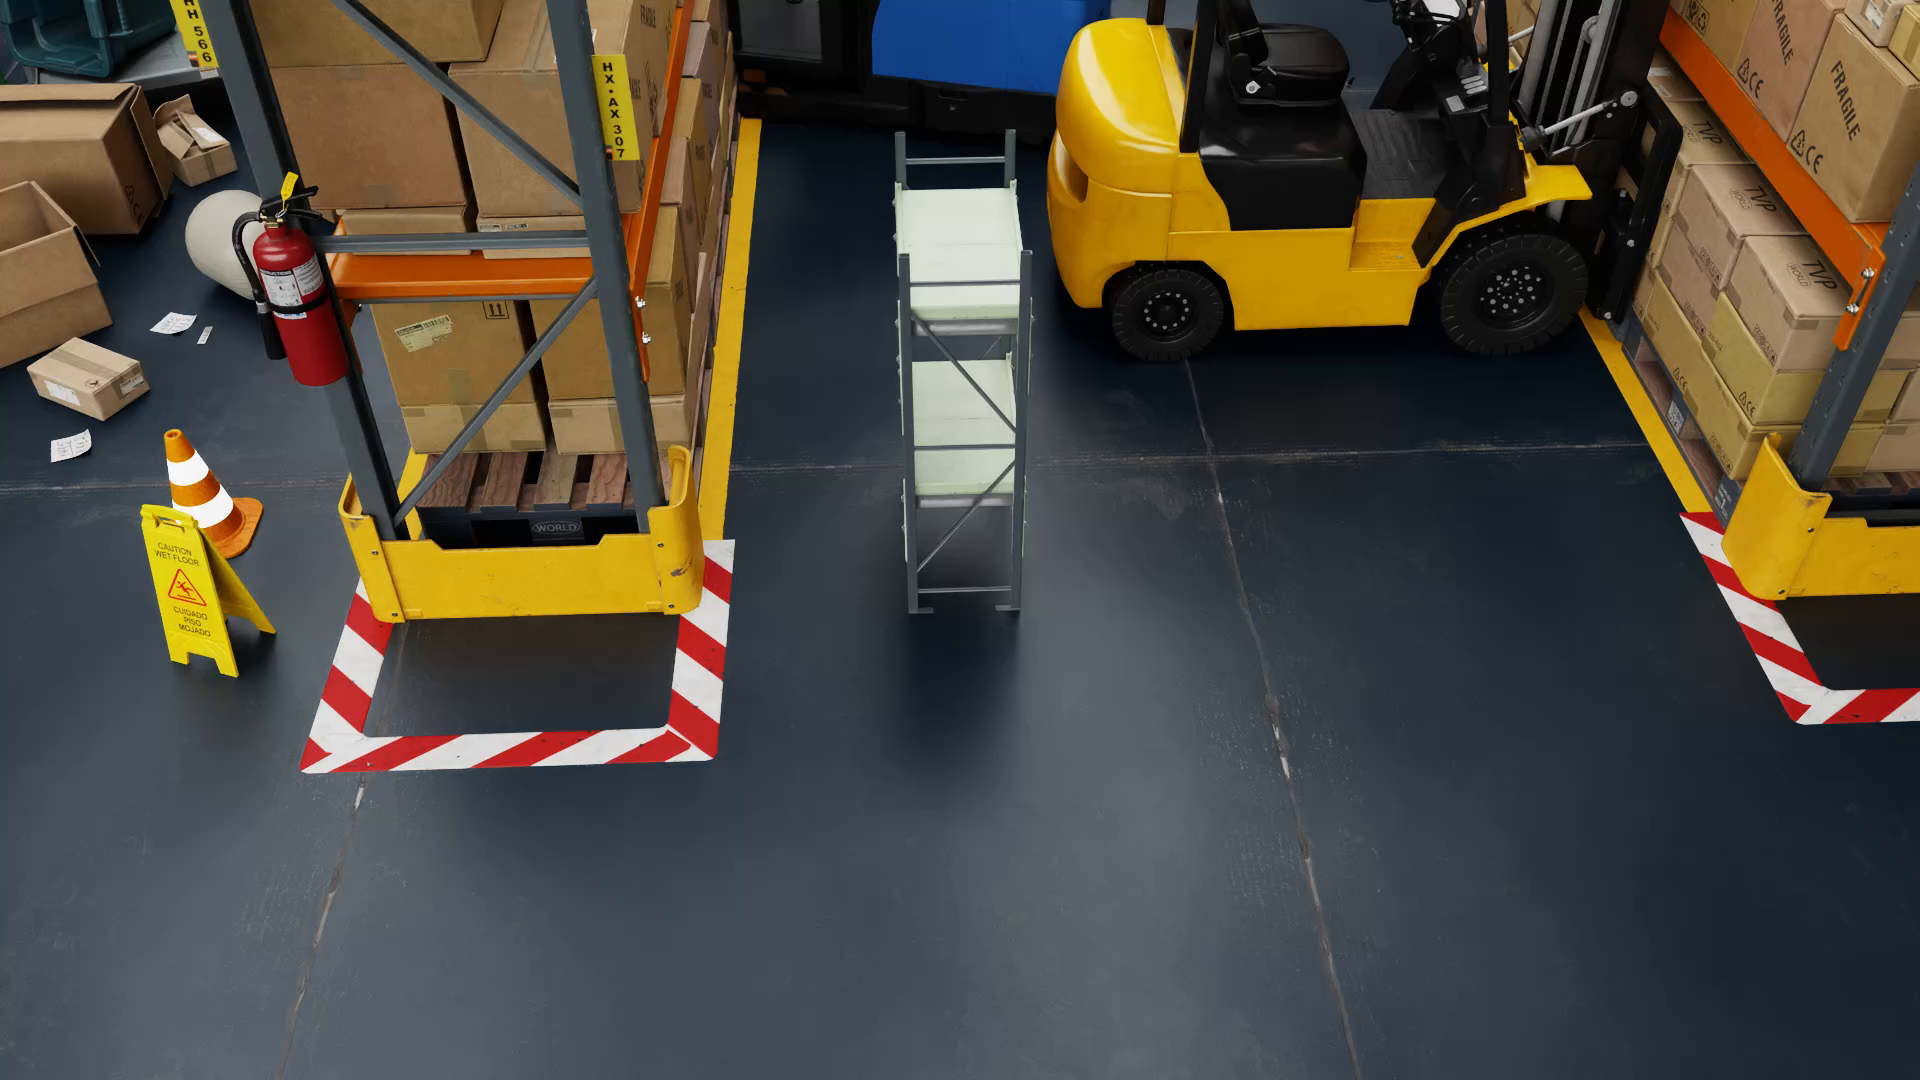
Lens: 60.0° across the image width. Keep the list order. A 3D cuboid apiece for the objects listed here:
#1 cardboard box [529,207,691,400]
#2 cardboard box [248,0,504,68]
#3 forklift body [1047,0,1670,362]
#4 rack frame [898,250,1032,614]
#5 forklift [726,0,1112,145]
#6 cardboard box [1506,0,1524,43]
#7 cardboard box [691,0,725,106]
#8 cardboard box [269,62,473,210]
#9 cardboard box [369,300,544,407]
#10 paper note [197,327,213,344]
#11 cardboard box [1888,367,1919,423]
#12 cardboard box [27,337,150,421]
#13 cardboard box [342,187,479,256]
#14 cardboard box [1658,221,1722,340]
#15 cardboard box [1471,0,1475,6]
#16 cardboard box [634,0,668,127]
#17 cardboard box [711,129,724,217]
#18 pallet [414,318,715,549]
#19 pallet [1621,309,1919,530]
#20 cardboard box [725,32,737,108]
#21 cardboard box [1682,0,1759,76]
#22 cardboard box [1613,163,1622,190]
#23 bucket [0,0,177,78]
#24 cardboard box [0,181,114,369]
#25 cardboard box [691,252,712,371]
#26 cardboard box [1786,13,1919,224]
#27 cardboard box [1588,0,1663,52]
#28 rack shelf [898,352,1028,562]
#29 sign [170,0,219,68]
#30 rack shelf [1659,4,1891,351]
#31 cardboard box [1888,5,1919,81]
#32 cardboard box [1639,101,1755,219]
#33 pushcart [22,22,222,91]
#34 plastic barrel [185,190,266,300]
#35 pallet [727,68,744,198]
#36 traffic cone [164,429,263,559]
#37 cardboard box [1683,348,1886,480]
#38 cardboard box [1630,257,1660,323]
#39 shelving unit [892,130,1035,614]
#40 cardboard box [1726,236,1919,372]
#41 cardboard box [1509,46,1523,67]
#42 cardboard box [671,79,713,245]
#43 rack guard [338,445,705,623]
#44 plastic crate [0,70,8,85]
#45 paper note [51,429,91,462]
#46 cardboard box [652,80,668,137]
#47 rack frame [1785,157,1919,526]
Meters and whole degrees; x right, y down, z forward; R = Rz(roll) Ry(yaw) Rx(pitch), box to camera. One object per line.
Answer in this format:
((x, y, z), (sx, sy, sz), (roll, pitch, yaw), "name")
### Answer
((-1.283, -0.878, 6.157), (0.500, 0.500, 0.500), (-3, 43, -3), "cardboard box")
((-1.763, -1.745, 4.900), (0.700, 0.500, 0.500), (-3, 43, -3), "cardboard box")
((1.533, -1.951, 6.787), (2.313, 2.155, 1.214), (-2, 43, -2), "forklift body")
((0.016, -0.301, 5.469), (0.400, 1.500, 0.023), (-2, 43, -2), "rack frame")
((-0.764, -3.591, 7.998), (3.031, 2.935, 1.130), (9, 43, 10), "forklift")
((2.978, -2.727, 8.359), (0.500, 0.250, 0.500), (-2, 43, -2), "cardboard box")
((-1.376, -2.274, 7.681), (0.500, 0.500, 0.500), (-1, 43, -1), "cardboard box")
((-1.821, -1.396, 5.259), (0.500, 0.500, 0.500), (-2, 43, -3), "cardboard box")
((-1.818, -0.842, 6.118), (0.500, 0.500, 0.500), (-1, 43, -2), "cardboard box")
((-3.274, -0.889, 7.212), (0.032, 0.001, 0.123), (-2, 43, -2), "paper note")
((3.624, -0.685, 6.132), (0.500, 0.250, 0.500), (-1, 43, -1), "cardboard box")
((-3.597, -0.667, 6.867), (0.380, 0.149, 0.250), (19, 46, 20), "cardboard box")
((-1.753, -1.045, 5.356), (0.380, 0.149, 0.250), (0, 43, 0), "cardboard box")
((3.093, -1.020, 6.497), (0.500, 0.250, 0.500), (-2, 43, -2), "cardboard box")
((3.233, -3.368, 9.151), (0.875, 0.625, 0.625), (0, 43, 0), "cardboard box")
((-1.291, -1.715, 5.607), (0.500, 0.500, 0.500), (0, 43, 0), "cardboard box")
((-1.350, -1.639, 7.542), (0.500, 0.250, 0.500), (-1, 43, -1), "cardboard box")
((-1.525, -0.464, 6.600), (1.003, 0.211, 1.213), (-2, 43, -2), "pallet")
((3.362, -0.524, 6.665), (1.003, 0.211, 1.213), (-2, 43, -2), "pallet")
((-1.399, -2.342, 8.309), (0.500, 0.250, 0.500), (0, 43, 0), "cardboard box")
((3.118, -2.094, 6.241), (0.500, 0.500, 0.500), (-2, 43, -3), "cardboard box")
((3.032, -1.706, 7.246), (0.500, 0.250, 0.500), (-2, 43, -2), "cardboard box")
((-4.325, -2.709, 8.284), (0.726, 0.611, 0.620), (12, 34, 13), "bucket")
((-4.127, -1.084, 7.060), (0.797, 0.503, 0.637), (-32, 51, -30), "cardboard box")
((-1.295, -0.930, 6.769), (0.500, 0.250, 0.500), (0, 43, 0), "cardboard box")
((3.153, -1.398, 5.481), (0.500, 0.500, 0.500), (-3, 43, -3), "cardboard box")
((3.018, -2.230, 7.447), (0.500, 0.250, 0.500), (0, 43, 0), "cardboard box")
((0.000, -0.308, 5.959), (0.431, 0.370, 0.720), (-2, 43, -2), "rack shelf")
((-2.078, -1.432, 4.502), (0.100, 0.325, 0.005), (-2, 43, -2), "sign")
((3.351, -2.121, 6.877), (1.077, 0.370, 4.000), (-2, 43, -2), "rack shelf")
((3.141, -1.538, 5.154), (0.380, 0.149, 0.250), (-1, 43, -1), "cardboard box")
((3.046, -1.533, 6.687), (0.500, 0.250, 0.500), (-1, 43, -1), "cardboard box")
((-3.969, -2.526, 8.726), (1.648, 0.377, 0.936), (-16, 45, -16), "pushcart")
((-3.123, -1.293, 7.347), (0.512, 0.421, 0.421), (27, 49, 27), "plastic barrel")
((-1.629, -2.111, 8.397), (1.003, 0.211, 1.213), (-2, 43, -2), "pallet")
((-2.830, -0.209, 6.136), (0.336, 0.463, 0.334), (-2, 43, -2), "traffic cone")
((3.100, -0.486, 6.284), (0.500, 0.250, 0.500), (-1, 43, -1), "cardboard box")
((3.077, -1.160, 7.019), (0.500, 0.250, 0.500), (-1, 43, -1), "cardboard box")
((0.000, -0.548, 5.738), (0.431, 1.500, 0.755), (-2, 43, -2), "shelving unit")
((3.105, -0.848, 5.939), (0.500, 0.250, 0.500), (0, 43, 0), "cardboard box")
((2.993, -2.199, 8.154), (0.500, 0.250, 0.500), (-3, 43, -3), "cardboard box")
((-1.322, -1.569, 6.911), (0.500, 0.500, 0.500), (-1, 43, -1), "cardboard box")
((-1.526, -0.021, 5.903), (1.175, 0.500, 0.348), (-2, 43, -2), "rack guard")
((-5.318, -2.286, 8.563), (0.450, 0.188, 0.662), (12, 43, 27), "plastic crate")
((-3.552, -0.378, 6.640), (0.148, 0.019, 0.142), (-16, 45, -16), "paper note")
((-1.251, -1.558, 5.916), (0.380, 0.149, 0.250), (-1, 43, -1), "cardboard box")
((3.436, -1.036, 5.161), (1.000, 3.000, 0.127), (-2, 43, -2), "rack frame")
